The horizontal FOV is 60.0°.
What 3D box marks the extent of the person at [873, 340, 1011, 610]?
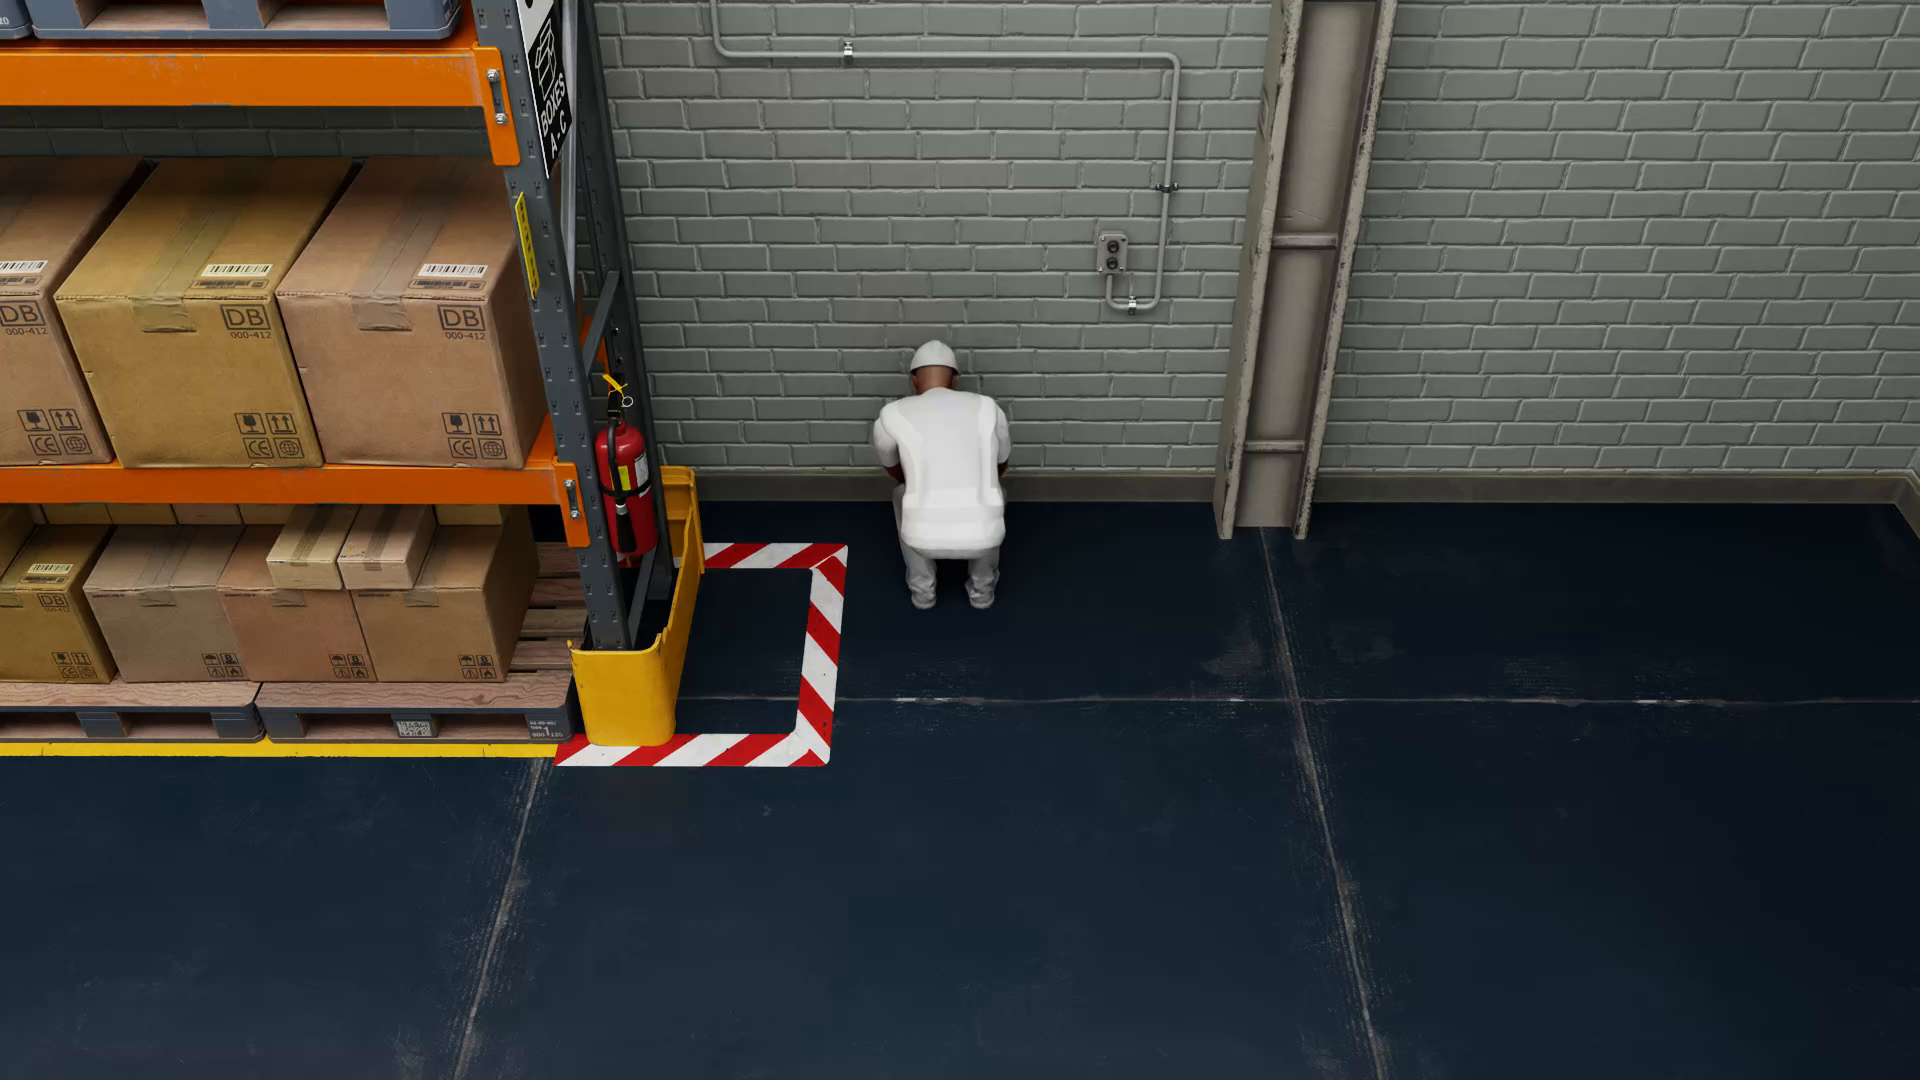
[{"bbox_3d":[-0.073,-0.256,7.057,0.586,1.001,0.898,0,39,0],"label":"person"}]
